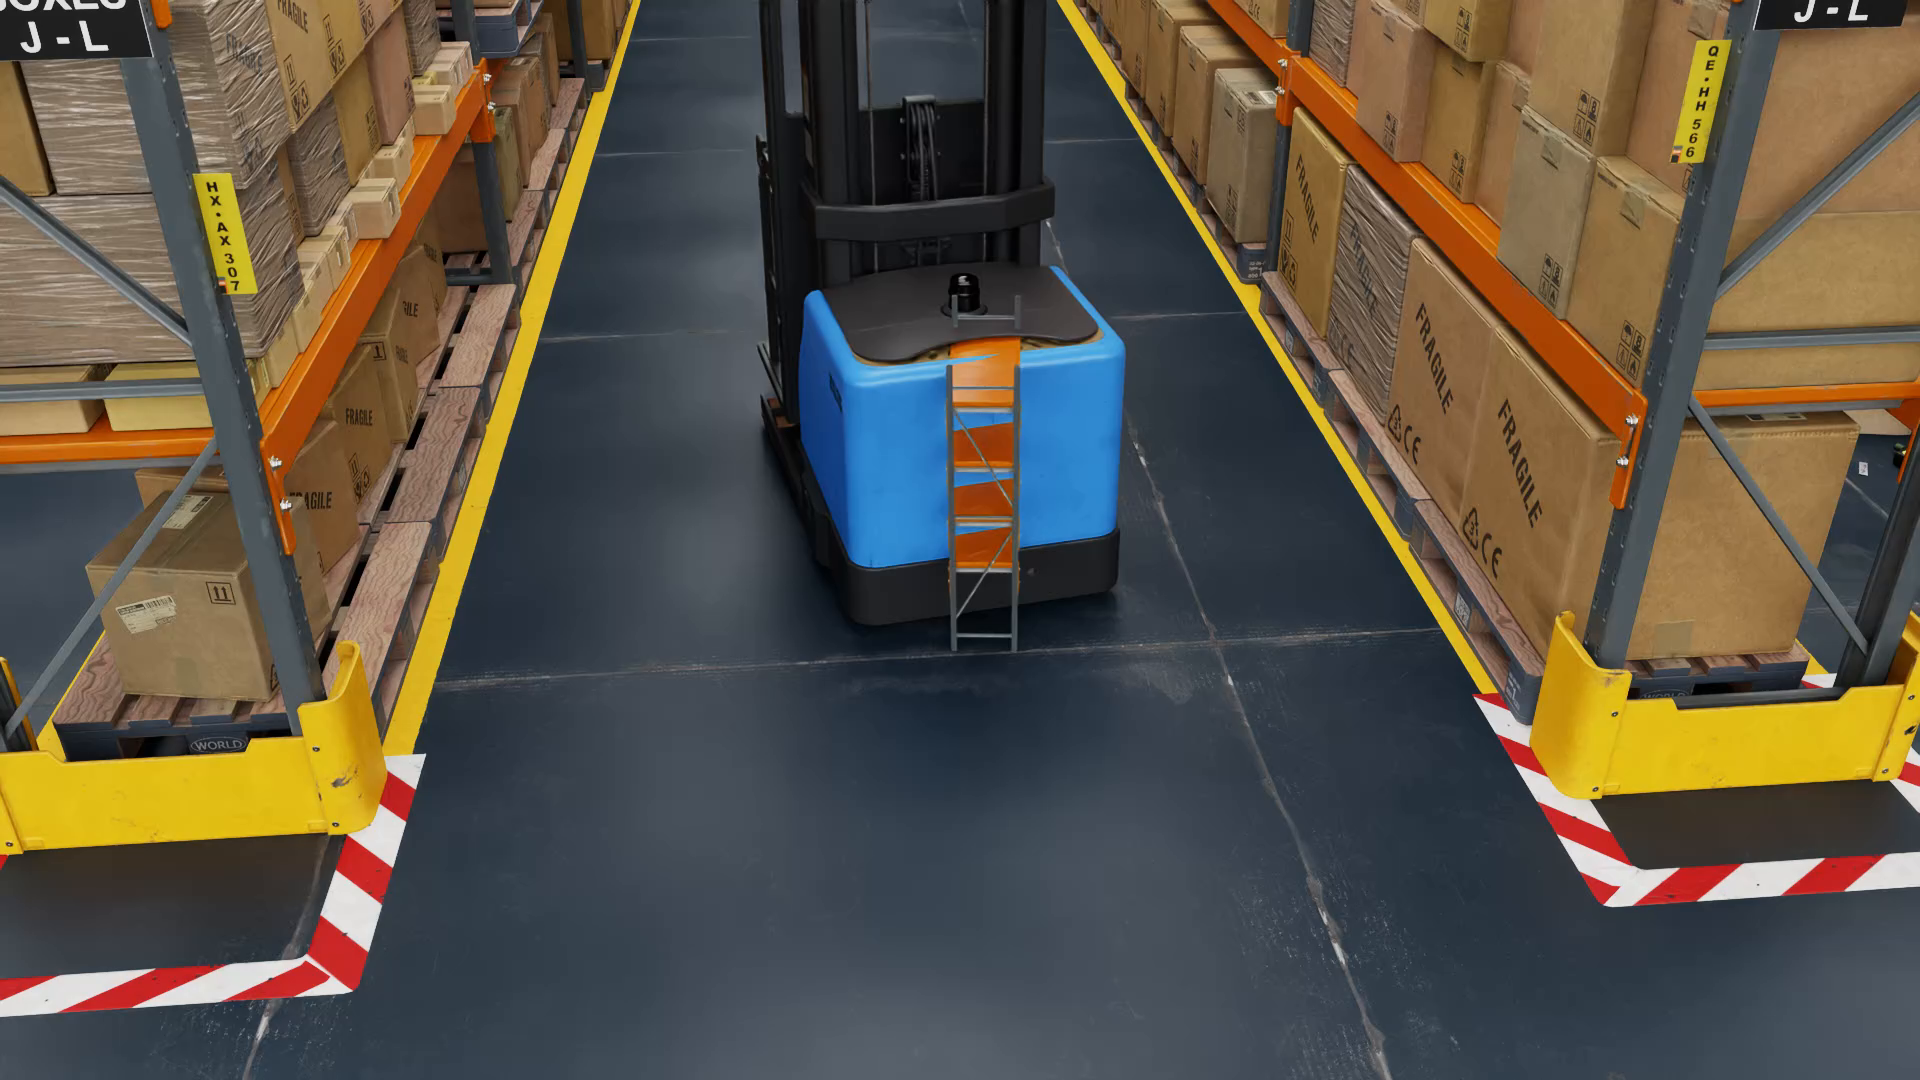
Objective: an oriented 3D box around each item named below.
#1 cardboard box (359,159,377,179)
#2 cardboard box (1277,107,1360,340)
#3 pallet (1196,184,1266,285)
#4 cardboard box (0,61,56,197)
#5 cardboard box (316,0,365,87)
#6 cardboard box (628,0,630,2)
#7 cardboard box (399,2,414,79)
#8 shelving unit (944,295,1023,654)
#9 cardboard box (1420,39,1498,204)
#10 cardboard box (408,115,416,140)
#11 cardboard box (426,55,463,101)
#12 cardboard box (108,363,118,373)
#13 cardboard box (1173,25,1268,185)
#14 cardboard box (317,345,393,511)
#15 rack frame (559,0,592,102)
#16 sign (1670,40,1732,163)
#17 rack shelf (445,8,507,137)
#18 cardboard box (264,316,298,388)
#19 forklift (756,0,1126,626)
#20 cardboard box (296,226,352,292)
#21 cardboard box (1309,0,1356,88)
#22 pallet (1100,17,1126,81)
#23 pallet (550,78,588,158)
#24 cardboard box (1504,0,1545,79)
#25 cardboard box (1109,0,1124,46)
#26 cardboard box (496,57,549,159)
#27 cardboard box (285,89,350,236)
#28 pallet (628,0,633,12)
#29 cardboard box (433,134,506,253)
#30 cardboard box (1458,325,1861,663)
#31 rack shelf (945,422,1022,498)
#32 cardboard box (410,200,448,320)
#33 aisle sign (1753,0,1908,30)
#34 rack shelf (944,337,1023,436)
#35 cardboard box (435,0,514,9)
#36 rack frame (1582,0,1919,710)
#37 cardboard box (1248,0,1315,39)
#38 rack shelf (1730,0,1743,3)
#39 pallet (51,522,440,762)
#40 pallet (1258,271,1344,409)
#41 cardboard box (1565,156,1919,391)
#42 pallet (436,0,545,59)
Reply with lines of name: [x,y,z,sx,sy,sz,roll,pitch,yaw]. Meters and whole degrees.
cardboard box: [-2.431,-1.333,6.301,0.380,0.149,0.250,-3,31,-5]
cardboard box: [2.120,-1.564,8.106,0.875,0.875,0.875,-2,31,-4]
pallet: [1.984,-1.813,9.580,1.003,0.211,1.213,-3,31,-5]
cardboard box: [-2.740,-1.261,4.573,0.500,0.500,0.500,-3,31,-5]
cardboard box: [-2.311,-1.797,5.470,0.500,0.500,0.500,-3,31,-5]
cardboard box: [-3.400,-5.005,13.866,1.225,0.875,0.875,-4,31,-6]
cardboard box: [-2.824,-2.115,6.978,0.875,0.500,0.500,-3,31,-5]
shelving unit: [0.090,-0.217,5.921,0.258,1.200,0.503,1,36,2]
cardboard box: [2.334,-1.670,6.474,0.875,0.550,0.500,-3,31,-5]
cardboard box: [-2.500,-1.716,6.942,0.380,0.149,0.250,-3,31,-5]
cardboard box: [-2.490,-2.103,7.590,0.380,0.149,0.250,-3,31,-5]
cardboard box: [-2.698,-0.547,4.986,0.380,0.149,0.250,-3,31,-5]
cardboard box: [1.897,-2.640,10.029,1.050,0.750,0.750,-3,31,-5]
cardboard box: [-2.614,-0.443,6.594,0.500,0.500,0.500,0,31,0]
rack frame: [-3.190,-4.476,11.319,1.000,3.000,0.127,-3,31,-5]
sign: [1.963,-1.158,4.403,0.100,0.325,0.005,-3,31,-5]
rack shelf: [-3.003,-3.146,9.794,1.077,0.370,4.000,-3,31,-5]
cardboard box: [-2.236,-0.570,5.024,0.380,0.149,0.250,-3,31,-5]
forklift: [-0.276,-1.690,6.721,1.130,2.935,3.031,-8,32,-13]
cardboard box: [-2.305,-0.953,5.665,0.380,0.149,0.250,-3,31,-5]
cardboard box: [2.177,-2.497,7.859,0.875,0.550,0.550,-3,31,-5]
pallet: [1.686,-3.864,13.014,1.003,0.211,1.213,-3,31,-5]
pallet: [-3.119,-2.880,11.366,1.003,0.211,1.213,-3,31,-5]
cardboard box: [2.448,-1.866,5.750,0.875,0.550,0.550,-3,31,-5]
cardboard box: [1.436,-4.093,12.705,0.500,0.500,0.500,-3,31,-5]
cardboard box: [-2.983,-2.679,10.319,0.700,0.500,0.500,0,31,0]
cardboard box: [-2.637,-1.352,5.700,0.875,0.500,0.500,-3,31,-5]
pallet: [-3.417,-4.931,14.800,1.003,0.211,1.213,-3,31,-5]
cardboard box: [-2.853,-1.864,8.955,0.700,0.500,0.500,-5,31,-8]
cardboard box: [2.376,-0.189,5.804,0.875,0.875,0.875,-3,31,-4]
rack shelf: [0.088,-0.344,5.830,0.258,0.148,0.480,1,36,2]
cardboard box: [-2.819,-1.335,8.088,0.500,0.500,0.500,-4,31,-6]
aisle sign: [2.213,-1.644,4.041,0.394,0.787,0.004,-3,31,-5]
rack shelf: [0.085,-0.537,5.692,0.258,0.148,0.480,1,36,2]
cardboard box: [-2.751,-3.284,8.329,1.000,1.000,1.000,-3,31,-4]
rack frame: [2.505,-0.578,4.793,1.000,3.000,0.127,-3,31,-5]
cardboard box: [1.816,-2.917,8.611,0.500,0.500,0.500,-3,31,-5]
rack shelf: [2.318,-2.578,5.917,1.077,0.370,4.000,-3,31,-5]
pallet: [-2.491,0.350,5.958,1.003,0.211,1.213,-3,31,-5]
pallet: [2.124,-1.031,8.270,1.003,0.211,1.213,-3,31,-5]
cardboard box: [2.425,-0.830,5.068,0.875,0.550,0.550,-3,31,-5]
pallet: [-2.743,-2.749,8.614,1.003,0.211,1.213,-3,31,-5]
